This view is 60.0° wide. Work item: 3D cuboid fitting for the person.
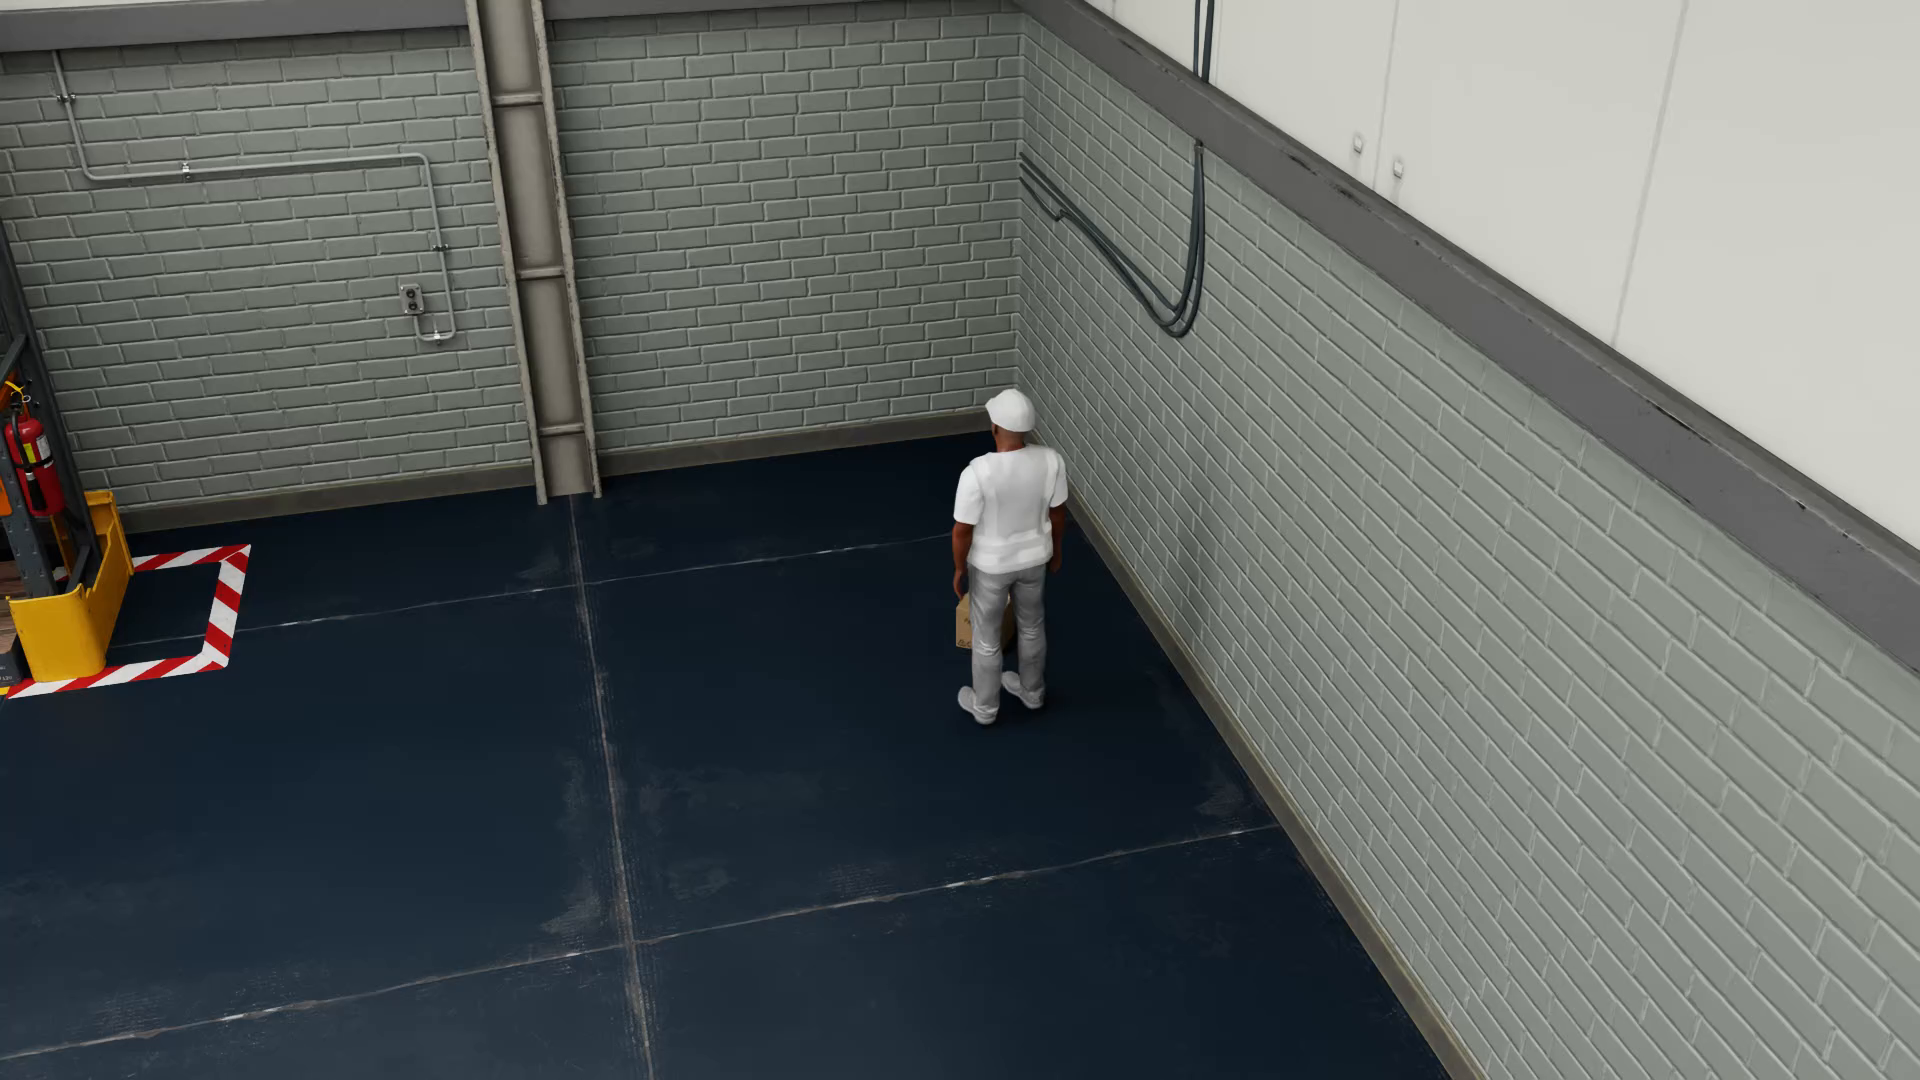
[{"bbox_3d":[0.226,0.073,8.039,0.597,1.771,0.388,-11,32,-18],"label":"person"}]
